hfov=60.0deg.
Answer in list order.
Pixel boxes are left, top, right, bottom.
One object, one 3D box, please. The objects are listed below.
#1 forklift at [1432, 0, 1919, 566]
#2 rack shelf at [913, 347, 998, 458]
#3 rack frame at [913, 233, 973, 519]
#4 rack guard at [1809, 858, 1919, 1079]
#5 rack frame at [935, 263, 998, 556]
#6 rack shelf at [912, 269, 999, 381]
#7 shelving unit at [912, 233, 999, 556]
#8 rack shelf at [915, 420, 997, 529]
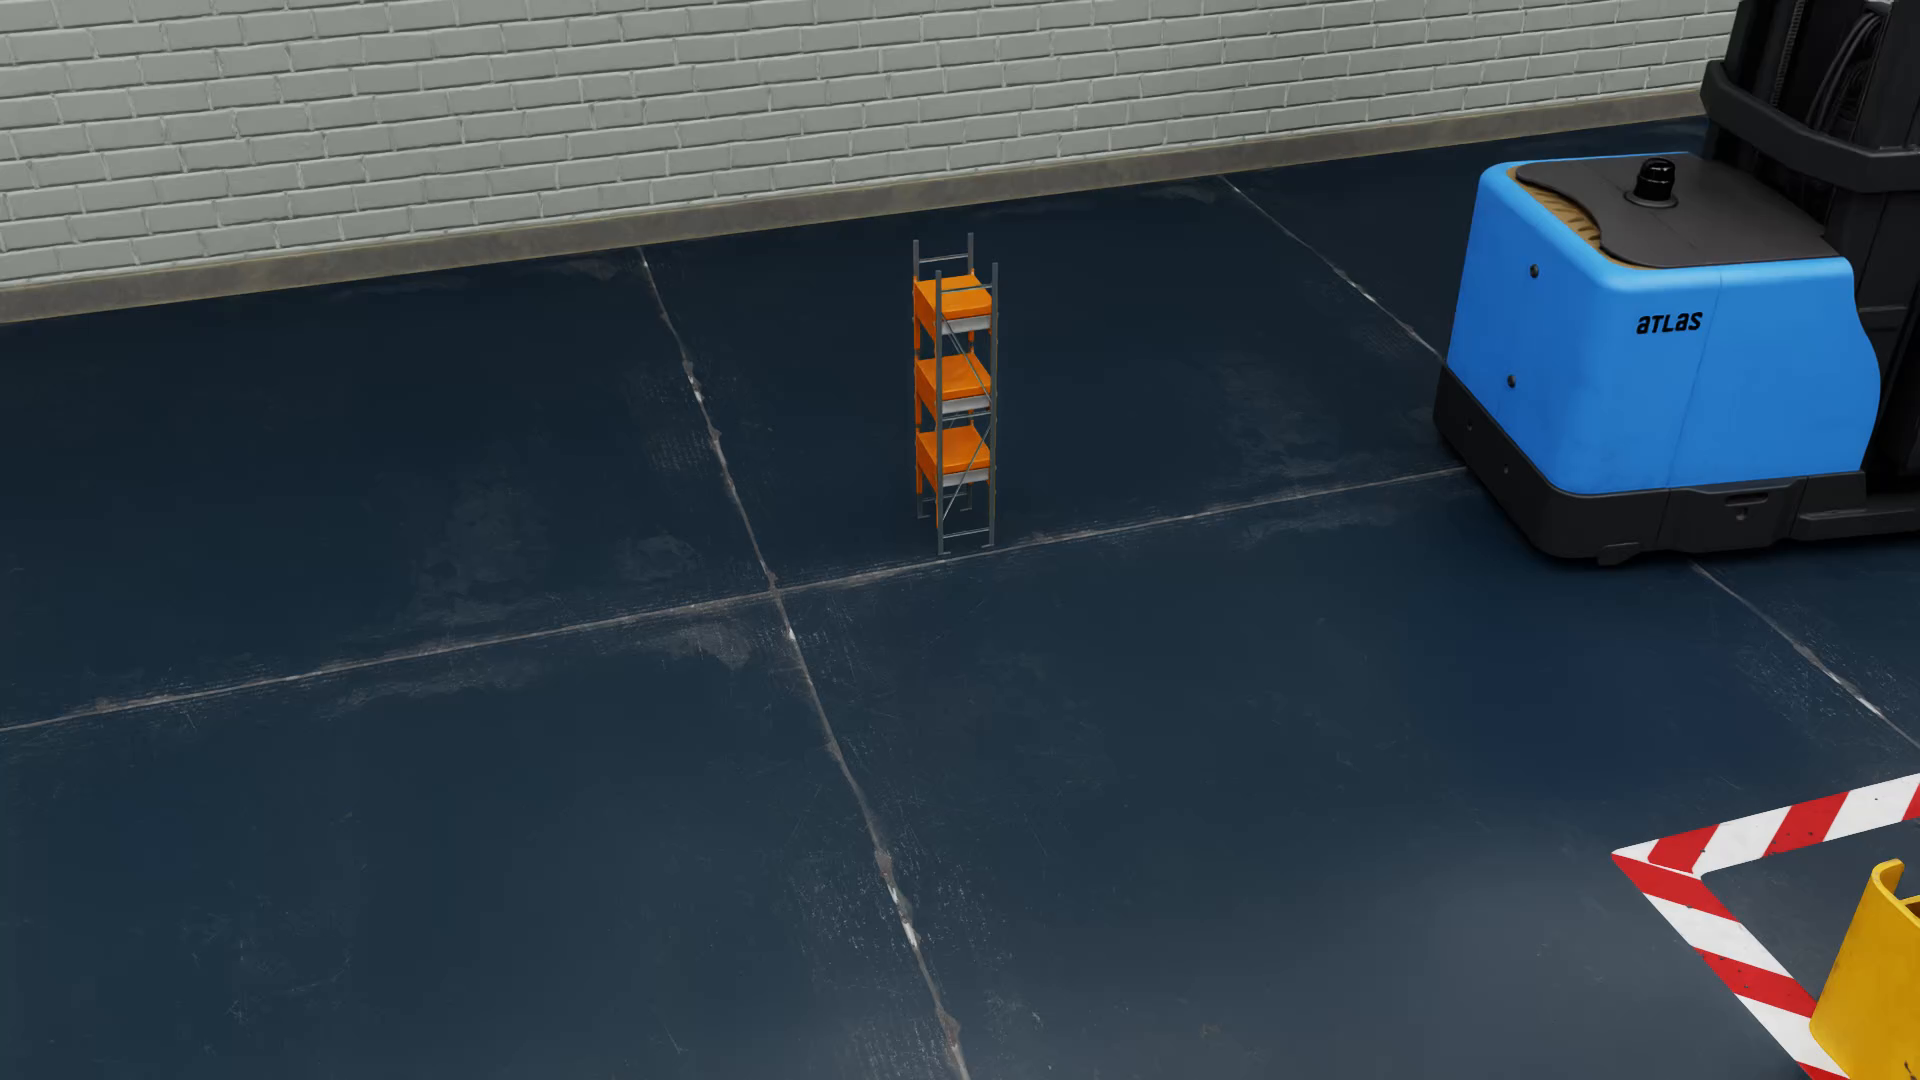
[{"bbox_3d":[3.357,-1.512,5.379,3.031,2.935,1.130,-5,34,-8],"label":"forklift"},{"bbox_3d":[-0.016,-0.457,5.509,0.215,0.259,0.240,-10,35,-15],"label":"rack shelf"},{"bbox_3d":[-0.054,-0.530,5.600,0.200,1.050,0.008,-10,35,-15],"label":"rack frame"},{"bbox_3d":[2.623,0.939,3.876,1.175,0.500,0.348,-10,35,-15],"label":"rack guard"},{"bbox_3d":[0.021,-0.402,5.406,0.200,1.050,0.008,-10,35,-15],"label":"rack frame"},{"bbox_3d":[-0.016,-0.694,5.352,0.215,0.259,0.240,-10,35,-15],"label":"rack shelf"},{"bbox_3d":[-0.016,-0.466,5.503,0.215,1.050,0.252,-10,35,-15],"label":"shelving unit"},{"bbox_3d":[-0.016,-0.225,5.662,0.215,0.259,0.240,-10,35,-15],"label":"rack shelf"}]
